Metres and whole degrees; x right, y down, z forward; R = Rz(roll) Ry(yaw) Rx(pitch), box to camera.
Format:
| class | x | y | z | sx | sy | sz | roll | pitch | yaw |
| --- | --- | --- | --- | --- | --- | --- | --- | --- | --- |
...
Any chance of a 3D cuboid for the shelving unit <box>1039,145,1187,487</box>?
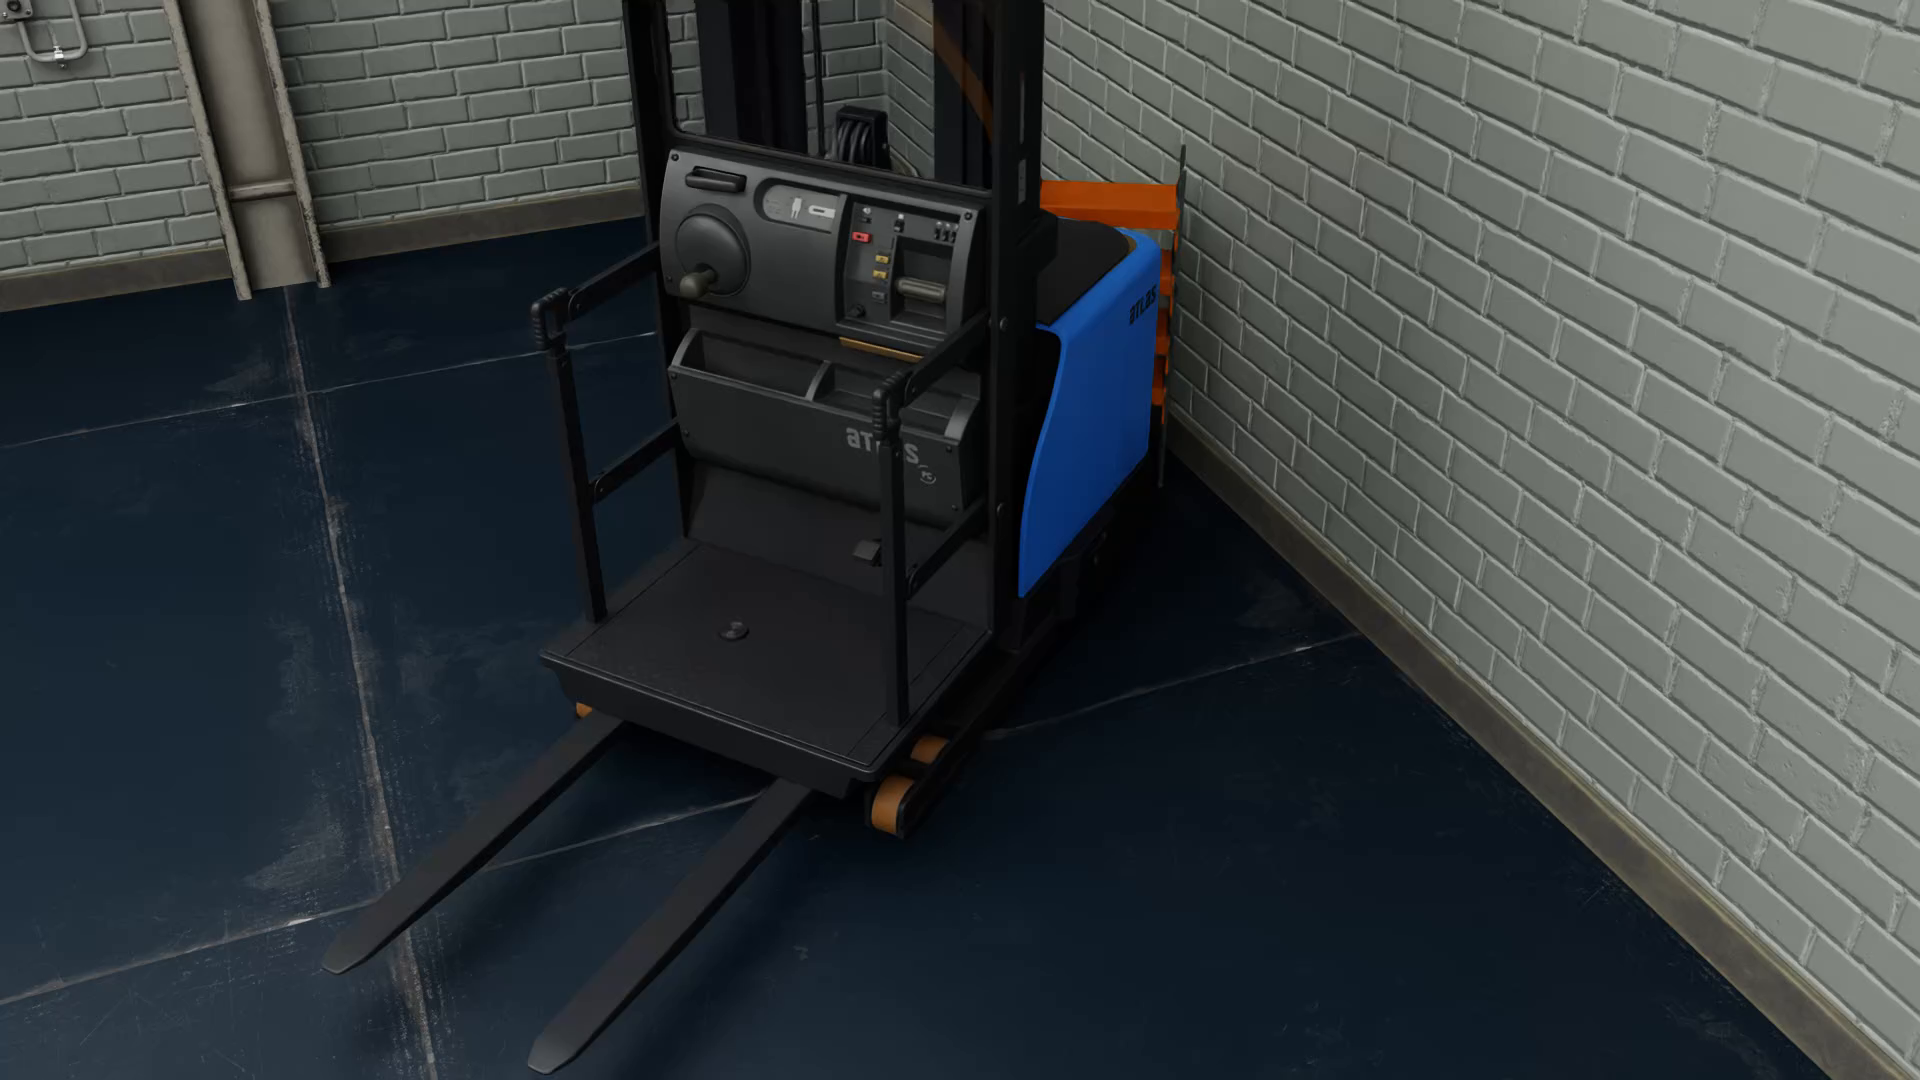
| class | x | y | z | sx | sy | sz | roll | pitch | yaw |
| --- | --- | --- | --- | --- | --- | --- | --- | --- | --- |
| shelving unit | 0.498 | -0.776 | 5.842 | 0.503 | 1.200 | 0.258 | 3 | 33 | 5 |

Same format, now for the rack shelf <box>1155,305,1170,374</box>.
| class | x | y | z | sx | sy | sz | roll | pitch | yaw |
| --- | --- | --- | --- | --- | --- | --- | --- | --- | --- |
| rack shelf | 0.498 | -0.719 | 5.879 | 0.480 | 0.148 | 0.258 | 3 | 33 | 5 |

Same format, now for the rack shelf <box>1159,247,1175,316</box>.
| class | x | y | z | sx | sy | sz | roll | pitch | yaw |
| --- | --- | --- | --- | --- | --- | --- | --- | --- | --- |
| rack shelf | 0.498 | -0.907 | 5.757 | 0.480 | 0.148 | 0.258 | 3 | 33 | 5 |

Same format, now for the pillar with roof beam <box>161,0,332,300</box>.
| class | x | y | z | sx | sy | sz | roll | pitch | yaw |
| --- | --- | --- | --- | --- | --- | --- | --- | --- | --- |
| pillar with roof beam | -1.413 | -2.789 | 1.786 | 0.400 | 9.000 | 9.100 | -13 | 35 | -19 |

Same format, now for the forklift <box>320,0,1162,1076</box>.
| class | x | y | z | sx | sy | sz | roll | pitch | yaw |
| --- | --- | --- | --- | --- | --- | --- | --- | --- | --- |
| forklift | -0.478 | -0.706 | 4.148 | 1.130 | 2.935 | 3.031 | 16 | 36 | 23 |

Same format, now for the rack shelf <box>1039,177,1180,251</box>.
| class | x | y | z | sx | sy | sz | roll | pitch | yaw |
| --- | --- | --- | --- | --- | --- | --- | --- | --- | --- |
| rack shelf | 0.498 | -1.105 | 5.628 | 0.480 | 0.148 | 0.258 | 3 | 33 | 5 |

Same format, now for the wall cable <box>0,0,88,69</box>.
| class | x | y | z | sx | sy | sz | roll | pitch | yaw |
| --- | --- | --- | --- | --- | --- | --- | --- | --- | --- |
| wall cable | -4.419 | -2.606 | 6.074 | 1.851 | 1.984 | 0.084 | -13 | 35 | -19 |

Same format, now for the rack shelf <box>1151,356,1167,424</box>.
| class | x | y | z | sx | sy | sz | roll | pitch | yaw |
| --- | --- | --- | --- | --- | --- | --- | --- | --- | --- |
| rack shelf | 0.498 | -0.553 | 5.987 | 0.480 | 0.148 | 0.258 | 3 | 33 | 5 |

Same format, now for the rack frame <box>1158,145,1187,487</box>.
| class | x | y | z | sx | sy | sz | roll | pitch | yaw |
| --- | --- | --- | --- | --- | --- | --- | --- | --- | --- |
| rack frame | 0.740 | -0.762 | 5.821 | 0.015 | 1.200 | 0.240 | 3 | 33 | 5 |
